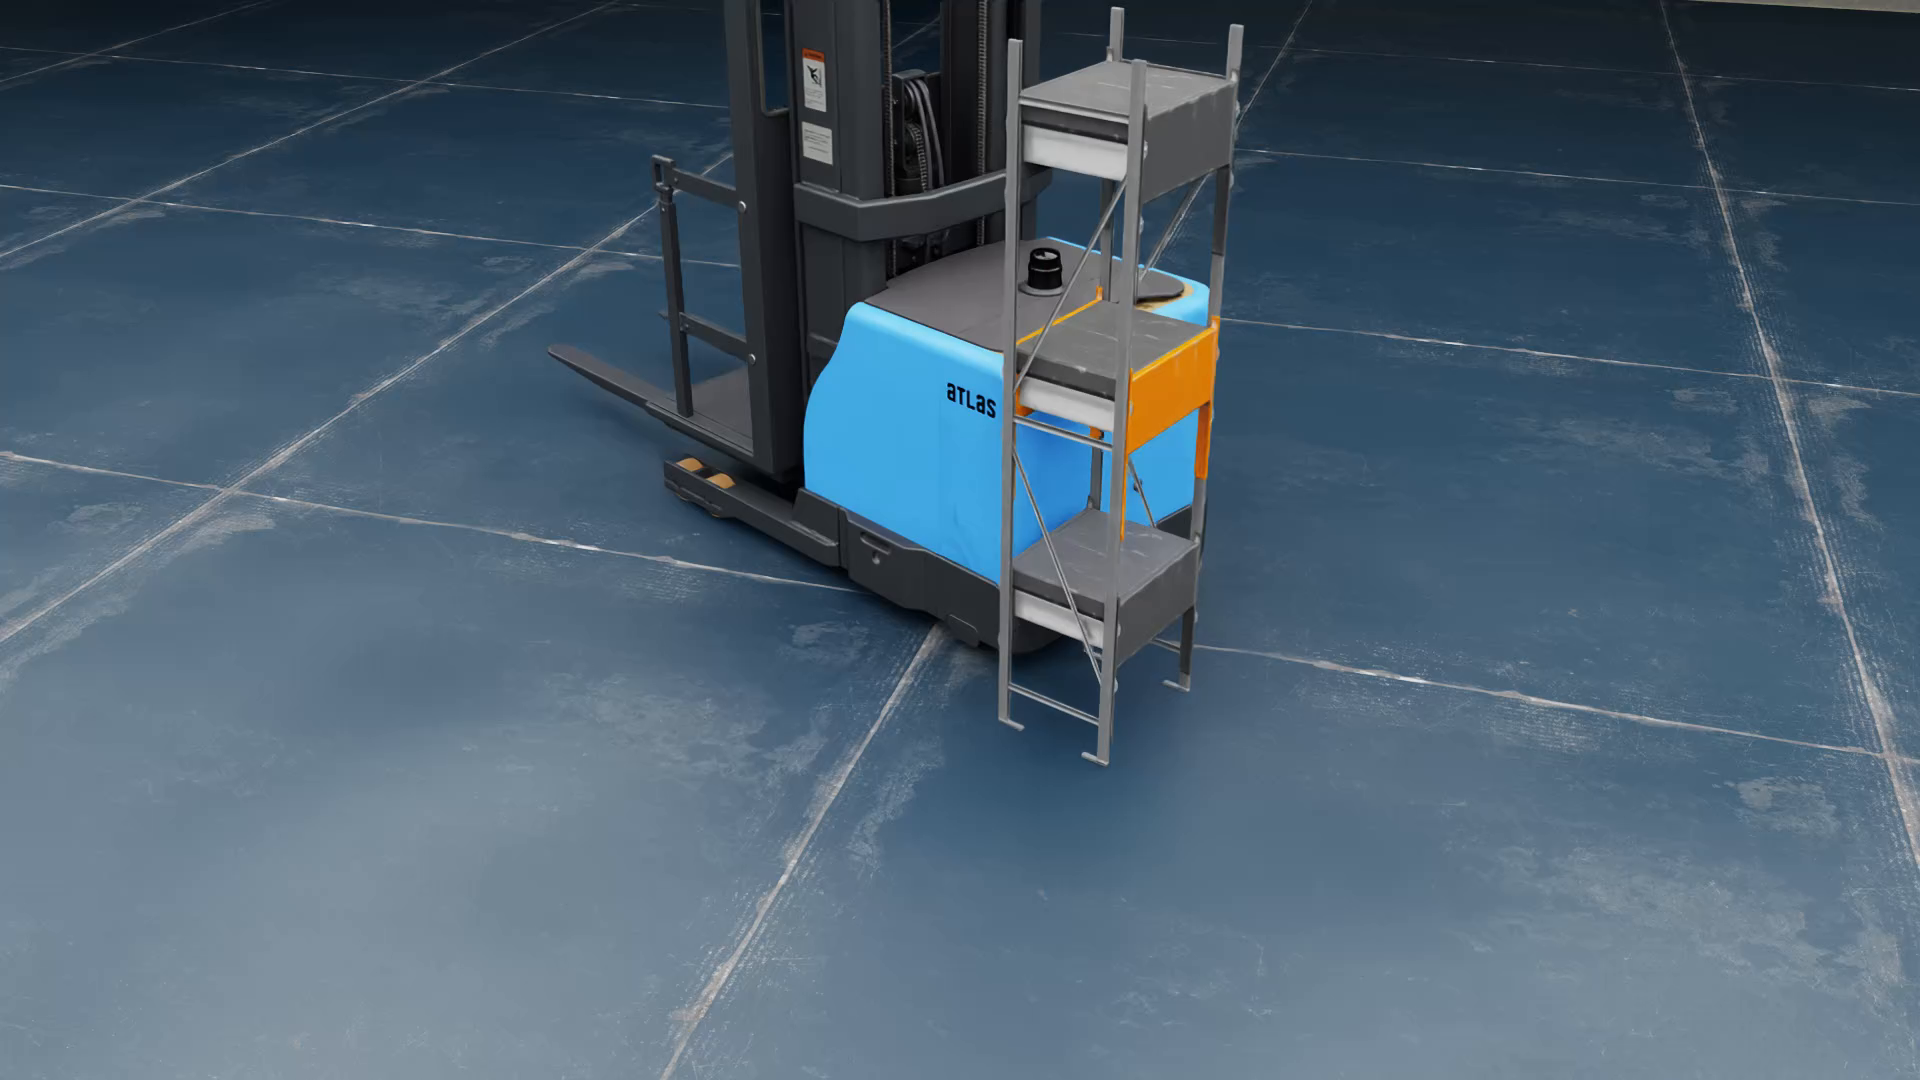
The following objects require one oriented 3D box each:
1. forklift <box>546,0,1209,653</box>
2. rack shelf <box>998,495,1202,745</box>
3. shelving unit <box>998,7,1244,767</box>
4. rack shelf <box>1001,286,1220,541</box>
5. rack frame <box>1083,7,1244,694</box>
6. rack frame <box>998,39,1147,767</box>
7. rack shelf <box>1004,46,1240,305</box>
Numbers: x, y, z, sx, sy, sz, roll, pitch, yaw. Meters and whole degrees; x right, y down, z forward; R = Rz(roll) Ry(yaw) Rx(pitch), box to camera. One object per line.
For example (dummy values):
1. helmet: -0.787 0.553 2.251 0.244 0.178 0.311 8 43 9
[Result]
1. forklift: -0.514 -1.526 5.977 3.031 2.935 1.130 26 38 38
2. rack shelf: 0.431 0.236 5.134 0.431 0.518 0.480 20 35 31
3. shelving unit: 0.431 -0.388 4.787 0.431 2.100 0.503 20 35 31
4. rack shelf: 0.431 -0.376 4.793 0.431 0.518 0.480 20 35 31
5. rack frame: 0.577 -0.483 4.958 0.400 2.100 0.015 20 35 31
6. rack frame: 0.286 -0.293 4.616 0.400 2.100 0.015 20 35 31
7. rack shelf: 0.432 -0.987 4.453 0.431 0.518 0.480 20 35 31
